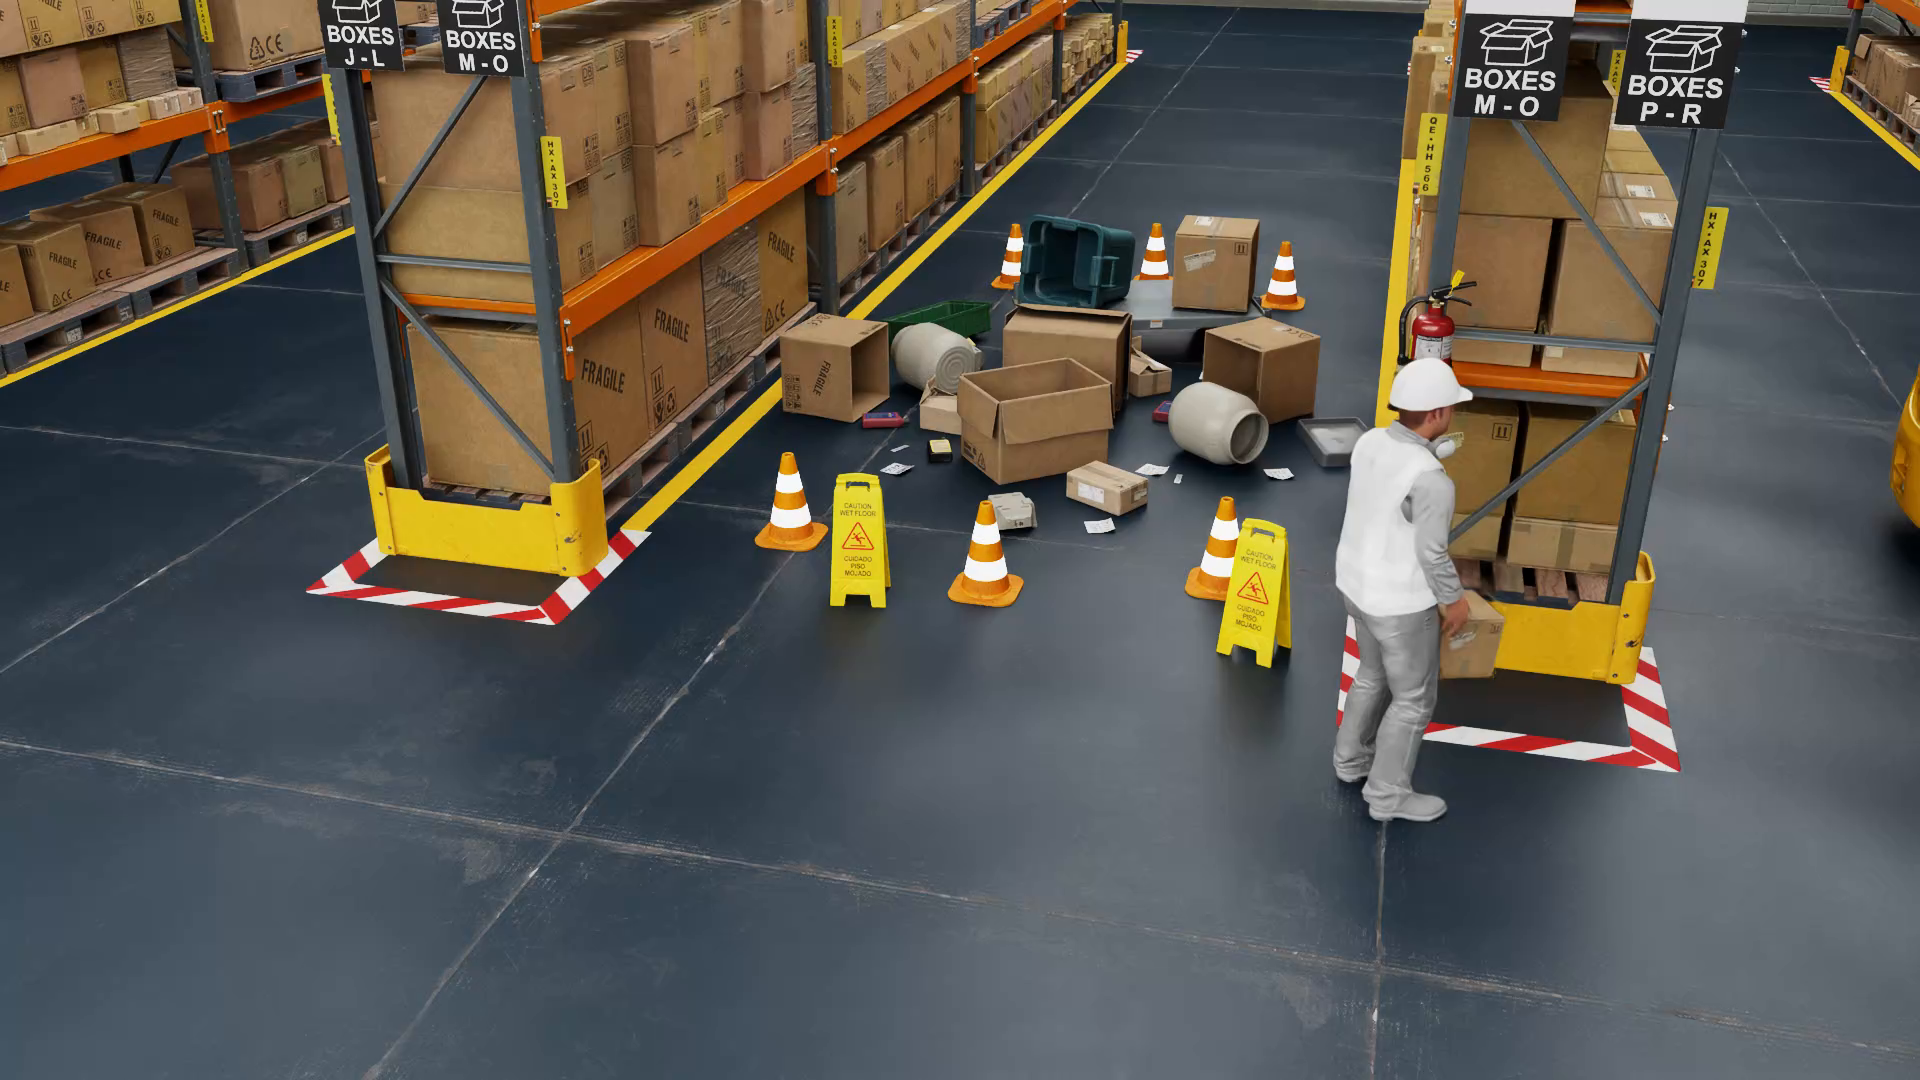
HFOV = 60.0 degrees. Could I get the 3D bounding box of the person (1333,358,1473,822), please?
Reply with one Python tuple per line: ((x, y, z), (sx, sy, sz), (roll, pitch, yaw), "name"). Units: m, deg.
((1.624, 0.179, 6.188), (0.434, 1.778, 0.553), (-6, 26, -13), "person")
